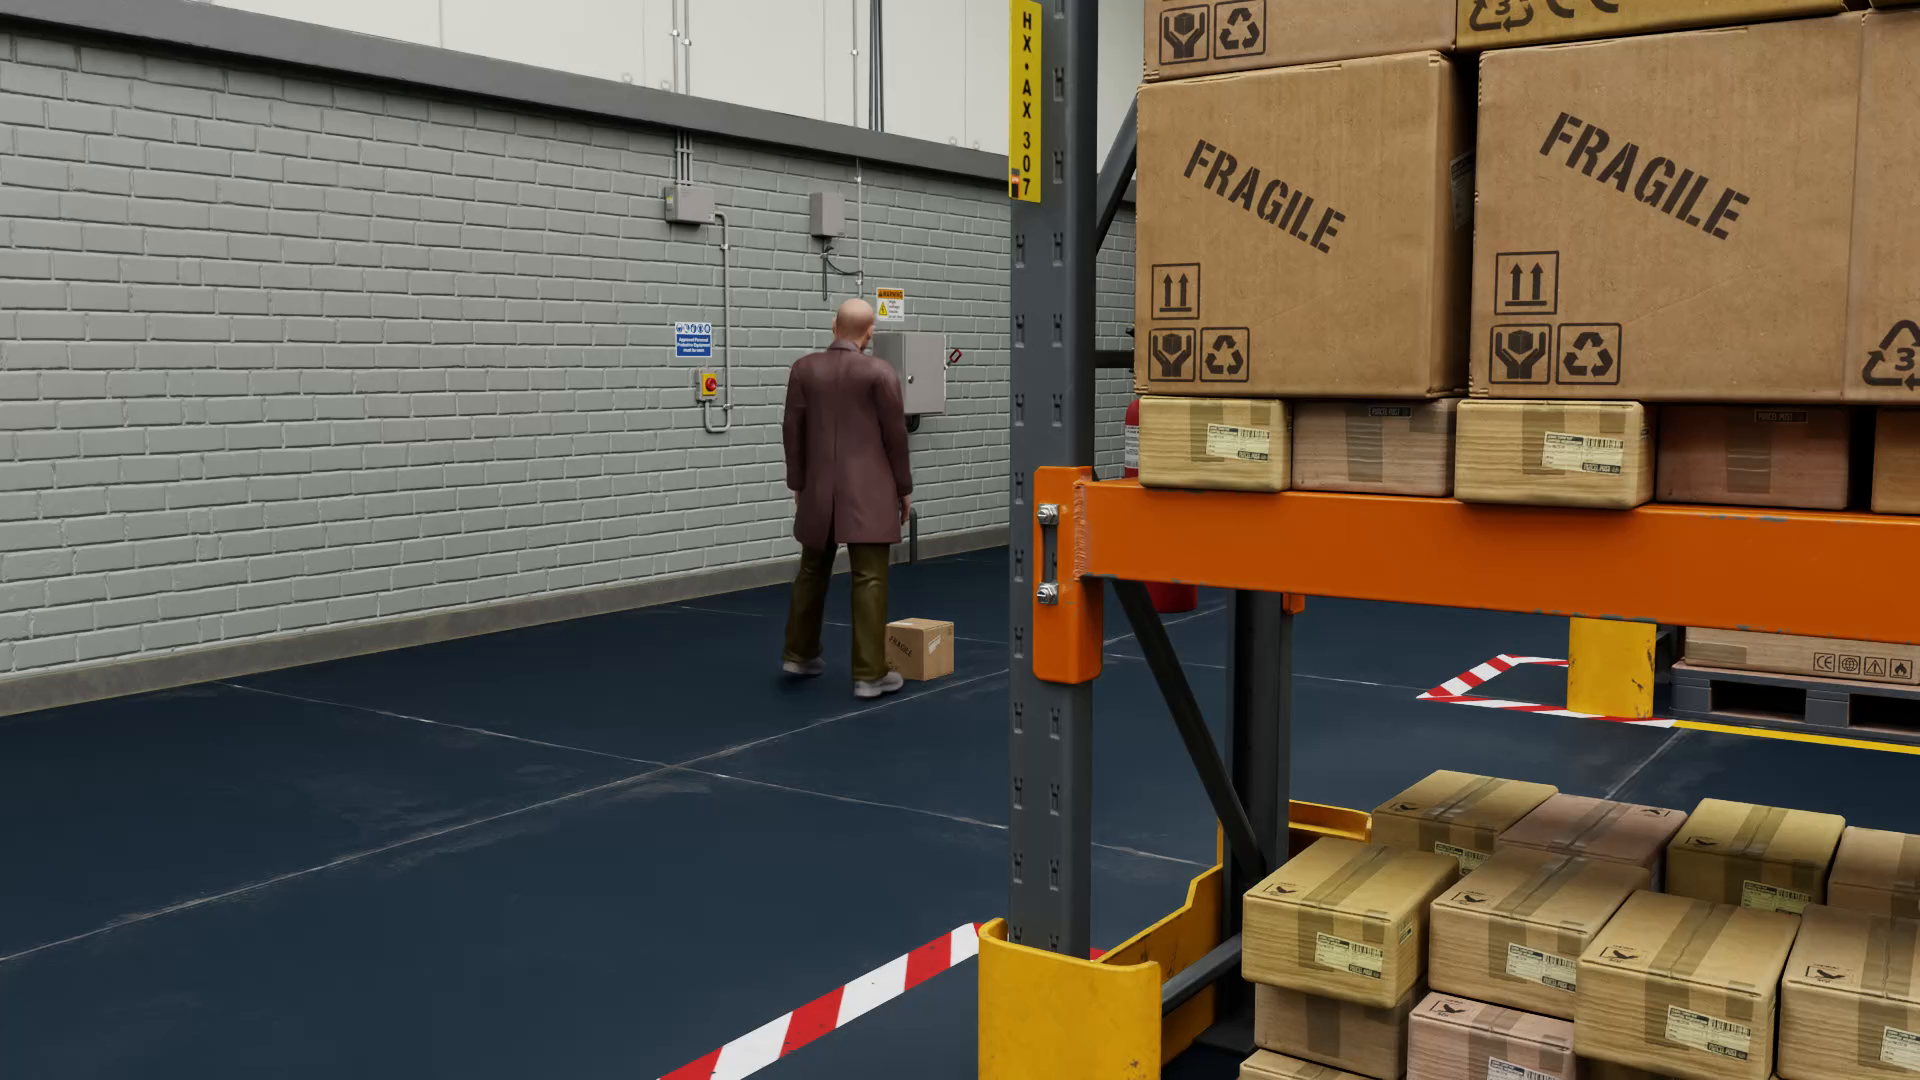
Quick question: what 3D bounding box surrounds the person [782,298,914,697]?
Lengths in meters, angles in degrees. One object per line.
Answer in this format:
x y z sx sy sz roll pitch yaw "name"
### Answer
-0.527 -0.206 7.594 0.710 1.773 0.573 3 7 25 "person"
